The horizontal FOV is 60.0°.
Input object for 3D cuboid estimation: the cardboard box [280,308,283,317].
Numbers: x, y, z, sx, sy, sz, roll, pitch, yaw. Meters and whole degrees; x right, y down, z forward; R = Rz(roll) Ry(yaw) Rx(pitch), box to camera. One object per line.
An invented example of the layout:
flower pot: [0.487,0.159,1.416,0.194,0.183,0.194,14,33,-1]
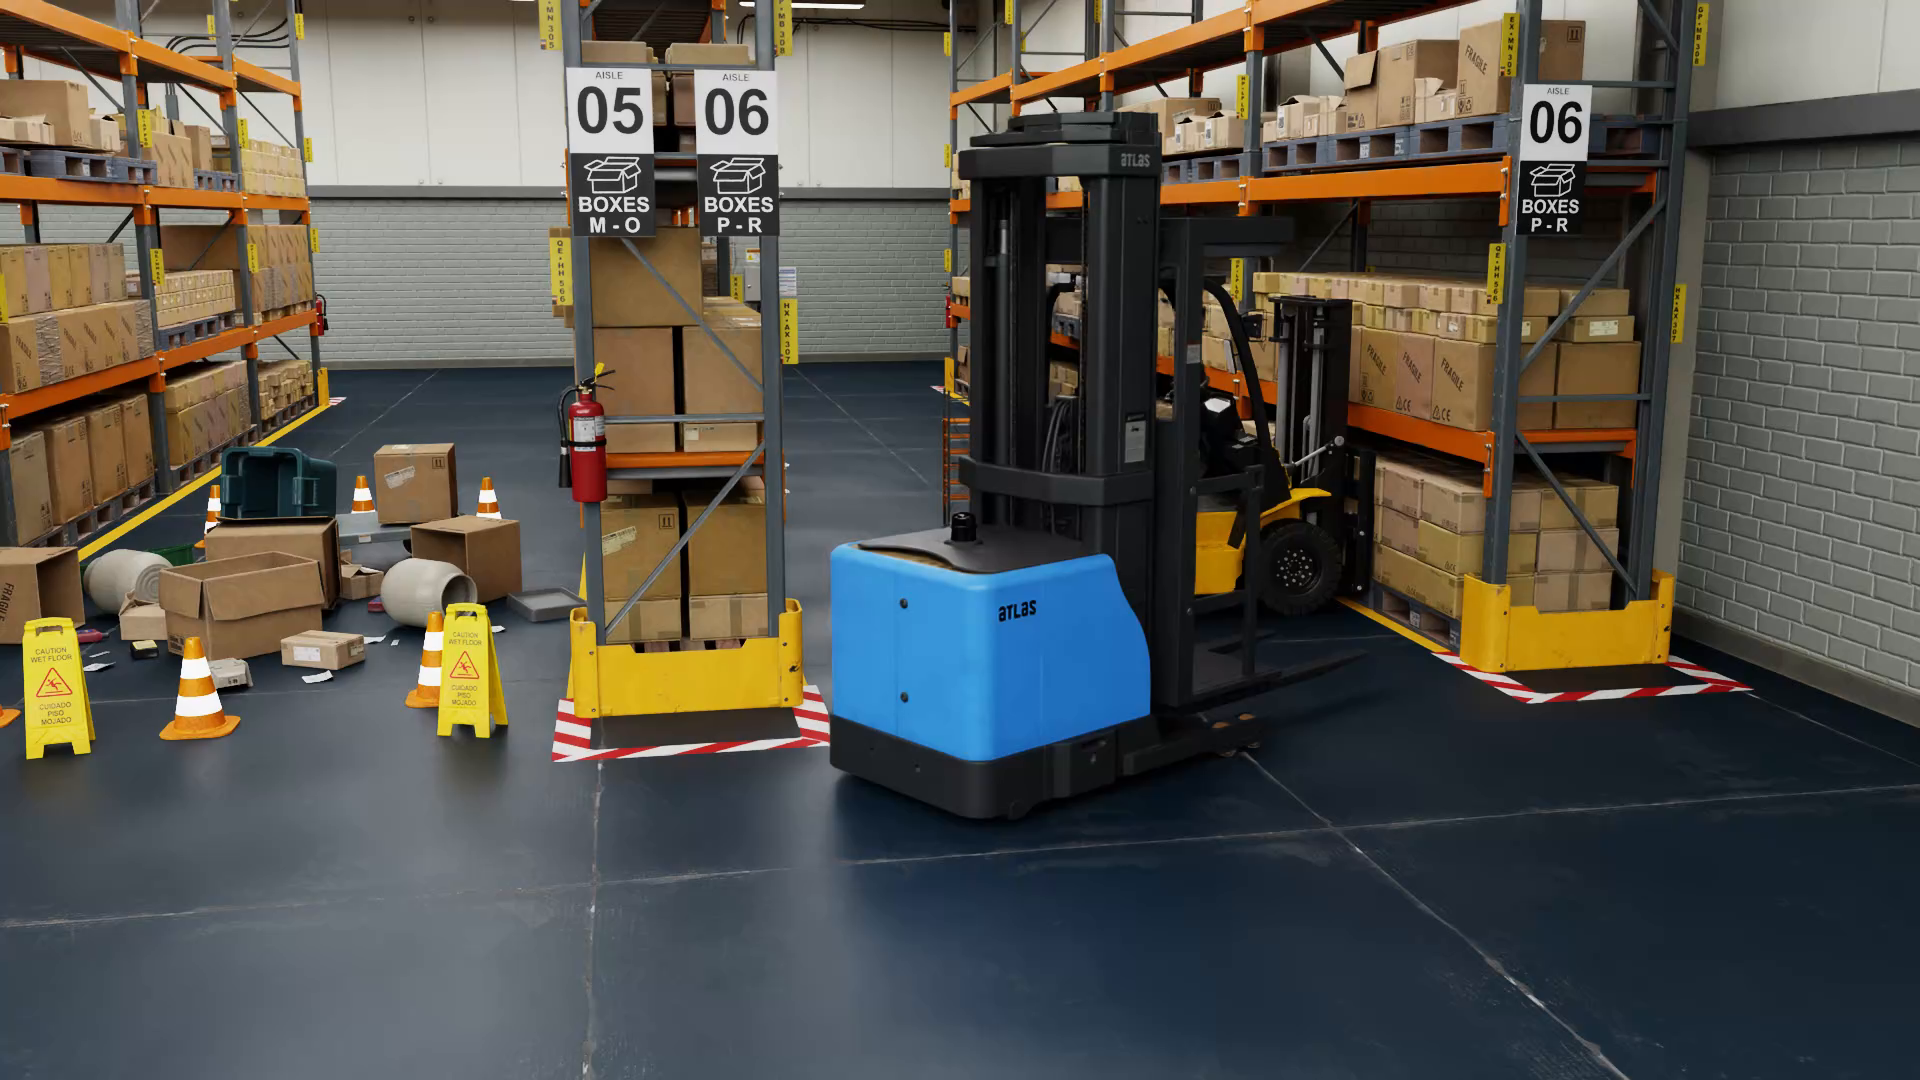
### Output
cardboard box: [-8.776,-2.881,20.982,0.380,0.149,0.250,-2,11,-10]

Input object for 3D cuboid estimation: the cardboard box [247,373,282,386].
cardboard box: [-8.570,-1.970,20.437,0.380,0.149,0.250,-2,11,-10]

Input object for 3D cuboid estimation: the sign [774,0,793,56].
sign: [-0.869,-2.528,8.097,0.100,0.325,0.005,-2,11,-11]

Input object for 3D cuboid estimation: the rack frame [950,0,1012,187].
rack frame: [0.356,-6.668,24.164,1.000,3.000,0.127,-2,11,-11]

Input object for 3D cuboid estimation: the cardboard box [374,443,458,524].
cardboard box: [-3.919,-0.413,12.003,0.500,0.500,0.500,-2,11,-11]

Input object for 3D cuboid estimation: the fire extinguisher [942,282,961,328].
fire extinguisher: [-0.126,-3.510,24.820,0.296,0.674,0.183,-2,11,-11]

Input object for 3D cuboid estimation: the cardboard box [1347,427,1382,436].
cardboard box: [3.088,-0.691,12.363,0.500,0.250,0.500,-2,11,-12]

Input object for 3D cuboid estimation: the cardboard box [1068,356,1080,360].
cardboard box: [1.544,-2.179,20.452,0.380,0.149,0.250,-2,11,-11]

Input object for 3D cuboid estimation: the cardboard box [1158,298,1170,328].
cardboard box: [2.063,-2.054,15.031,0.500,0.250,0.500,-2,11,-10]

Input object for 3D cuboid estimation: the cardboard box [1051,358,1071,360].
cardboard box: [1.133,-2.114,20.110,0.380,0.149,0.250,-3,11,-14]

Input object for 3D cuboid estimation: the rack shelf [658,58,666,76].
rack shelf: [-3.346,-4.837,17.535,1.077,0.370,4.000,-2,11,-11]

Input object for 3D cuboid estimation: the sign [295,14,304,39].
sign: [-8.800,-6.842,22.153,0.100,0.325,0.005,-2,11,-11]

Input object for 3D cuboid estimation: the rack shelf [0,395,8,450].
rack shelf: [-6.626,-0.420,9.306,1.077,0.370,4.000,-2,11,-11]

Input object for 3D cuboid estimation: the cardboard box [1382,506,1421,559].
cardboard box: [2.979,-0.058,10.373,0.500,0.250,0.500,-2,11,-12]

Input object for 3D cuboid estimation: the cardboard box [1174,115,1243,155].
cardboard box: [2.160,-3.470,14.231,0.500,0.311,0.500,-3,11,-13]

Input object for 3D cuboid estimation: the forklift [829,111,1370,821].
forklift: [0.843,-0.481,7.886,3.031,2.935,1.130,-10,14,-41]

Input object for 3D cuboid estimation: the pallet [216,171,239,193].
pallet: [-8.555,-3.872,17.997,1.213,0.211,1.003,-2,11,-11]

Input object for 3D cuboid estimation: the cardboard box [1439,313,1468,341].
cardboard box: [3.046,-1.254,9.758,0.380,0.149,0.250,-2,11,-10]

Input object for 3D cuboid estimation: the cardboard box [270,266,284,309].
cardboard box: [-8.586,-3.087,20.331,0.500,0.500,0.500,-2,11,-12]

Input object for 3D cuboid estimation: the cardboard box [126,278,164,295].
cardboard box: [-7.747,-2.390,15.690,0.380,0.149,0.250,-2,11,-13]

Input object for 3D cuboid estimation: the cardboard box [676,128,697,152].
cardboard box: [-1.286,-2.073,8.716,0.380,0.149,0.250,-2,11,-13]

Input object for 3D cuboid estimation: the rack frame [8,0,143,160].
rack frame: [-7.793,-4.821,14.460,1.000,3.000,0.127,-2,11,-11]

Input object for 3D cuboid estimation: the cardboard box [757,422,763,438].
cardboard box: [-1.299,-0.649,9.257,0.380,0.149,0.250,-2,11,-13]

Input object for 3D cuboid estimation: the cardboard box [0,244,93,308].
cardboard box: [-7.513,-2.145,13.502,0.700,0.500,0.500,-2,11,-12]

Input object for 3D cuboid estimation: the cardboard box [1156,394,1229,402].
cardboard box: [2.154,-1.059,15.967,0.875,0.625,0.625,-2,11,-9]

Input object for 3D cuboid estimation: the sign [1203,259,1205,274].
sign: [2.455,-2.843,17.017,0.100,0.325,0.005,-2,11,-11]

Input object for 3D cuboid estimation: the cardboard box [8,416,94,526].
cardboard box: [-7.407,-0.529,12.849,1.050,0.750,0.750,-2,11,-11]

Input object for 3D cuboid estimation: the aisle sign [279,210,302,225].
aisle sign: [-9.068,-4.643,22.614,0.394,0.787,0.004,-2,11,-11]

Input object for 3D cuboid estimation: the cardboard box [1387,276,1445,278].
cardboard box: [3.262,-1.799,11.829,0.380,0.149,0.250,-2,11,-12]

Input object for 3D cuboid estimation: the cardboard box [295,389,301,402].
cardboard box: [-8.753,-1.874,21.521,0.380,0.149,0.250,-3,11,-14]

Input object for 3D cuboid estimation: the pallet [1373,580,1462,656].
pallet: [3.278,0.444,10.297,1.003,0.211,1.213,-2,11,-11]

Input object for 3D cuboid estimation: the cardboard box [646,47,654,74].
cardboard box: [-1.769,-2.447,8.549,0.380,0.149,0.250,-2,11,-10]

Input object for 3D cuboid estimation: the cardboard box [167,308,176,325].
cardboard box: [-7.787,-2.145,15.993,0.380,0.149,0.250,-2,11,-8]

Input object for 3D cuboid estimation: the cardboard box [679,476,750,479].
cardboard box: [-1.487,-0.180,10.344,0.500,0.500,0.500,-2,11,-10]

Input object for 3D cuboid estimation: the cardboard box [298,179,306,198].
cardboard box: [-9.000,-4.667,22.075,0.500,0.250,0.500,-2,11,-12]

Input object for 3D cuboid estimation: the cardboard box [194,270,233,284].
cardboard box: [-8.301,-2.916,18.454,0.380,0.149,0.250,-2,11,-8]

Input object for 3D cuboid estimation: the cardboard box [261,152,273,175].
cardboard box: [-8.605,-4.535,20.040,0.500,0.250,0.500,-2,11,-10]

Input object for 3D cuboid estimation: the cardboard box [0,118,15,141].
cardboard box: [-6.973,-2.945,11.907,0.250,0.149,0.380,-2,11,-11]

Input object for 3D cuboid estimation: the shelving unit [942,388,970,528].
shelving unit: [0.003,-0.587,13.070,0.258,1.200,0.189,-2,11,-11]

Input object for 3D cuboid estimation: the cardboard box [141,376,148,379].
cardboard box: [-8.375,-1.523,16.731,0.500,0.250,0.500,-2,11,-10]

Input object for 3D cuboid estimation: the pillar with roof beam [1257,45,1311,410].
pillar with roof beam: [-1.174,-4.838,14.548,9.100,9.000,0.400,-2,11,-11]

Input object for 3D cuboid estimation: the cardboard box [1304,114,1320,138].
cardboard box: [2.628,-2.892,11.625,0.380,0.149,0.250,-2,11,-9]

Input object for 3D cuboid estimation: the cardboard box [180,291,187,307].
cardboard box: [-7.896,-2.390,16.482,0.380,0.149,0.250,-2,11,-11]

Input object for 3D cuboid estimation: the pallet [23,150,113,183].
pallet: [-7.395,-2.934,13.071,1.003,0.211,1.213,-2,11,-8]

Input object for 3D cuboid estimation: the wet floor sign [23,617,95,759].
wet floor sign: [-4.289,0.683,7.882,0.267,0.644,0.232,-4,12,-21]

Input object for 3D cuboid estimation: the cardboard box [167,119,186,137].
cardboard box: [-8.399,-4.050,17.032,0.797,0.503,0.637,-2,11,-12]

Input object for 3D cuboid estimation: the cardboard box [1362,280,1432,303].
cardboard box: [2.887,-1.640,10.991,0.380,0.149,0.250,-2,11,-10]

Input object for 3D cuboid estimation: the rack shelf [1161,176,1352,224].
rack shelf: [2.300,-3.007,14.875,1.077,0.370,4.000,-2,11,-11]

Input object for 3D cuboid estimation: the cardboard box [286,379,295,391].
cardboard box: [-8.718,-1.969,21.228,0.380,0.149,0.250,-2,11,-8]

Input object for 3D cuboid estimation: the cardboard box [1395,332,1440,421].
cardboard box: [3.022,-1.012,10.223,0.500,0.500,0.500,-2,11,-9]

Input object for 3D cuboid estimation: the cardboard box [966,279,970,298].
cardboard box: [0.380,-3.515,23.249,0.500,0.250,0.500,-2,11,-12]

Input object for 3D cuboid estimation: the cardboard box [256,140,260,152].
cardboard box: [-8.590,-4.702,19.855,0.380,0.149,0.250,-2,11,-13]
